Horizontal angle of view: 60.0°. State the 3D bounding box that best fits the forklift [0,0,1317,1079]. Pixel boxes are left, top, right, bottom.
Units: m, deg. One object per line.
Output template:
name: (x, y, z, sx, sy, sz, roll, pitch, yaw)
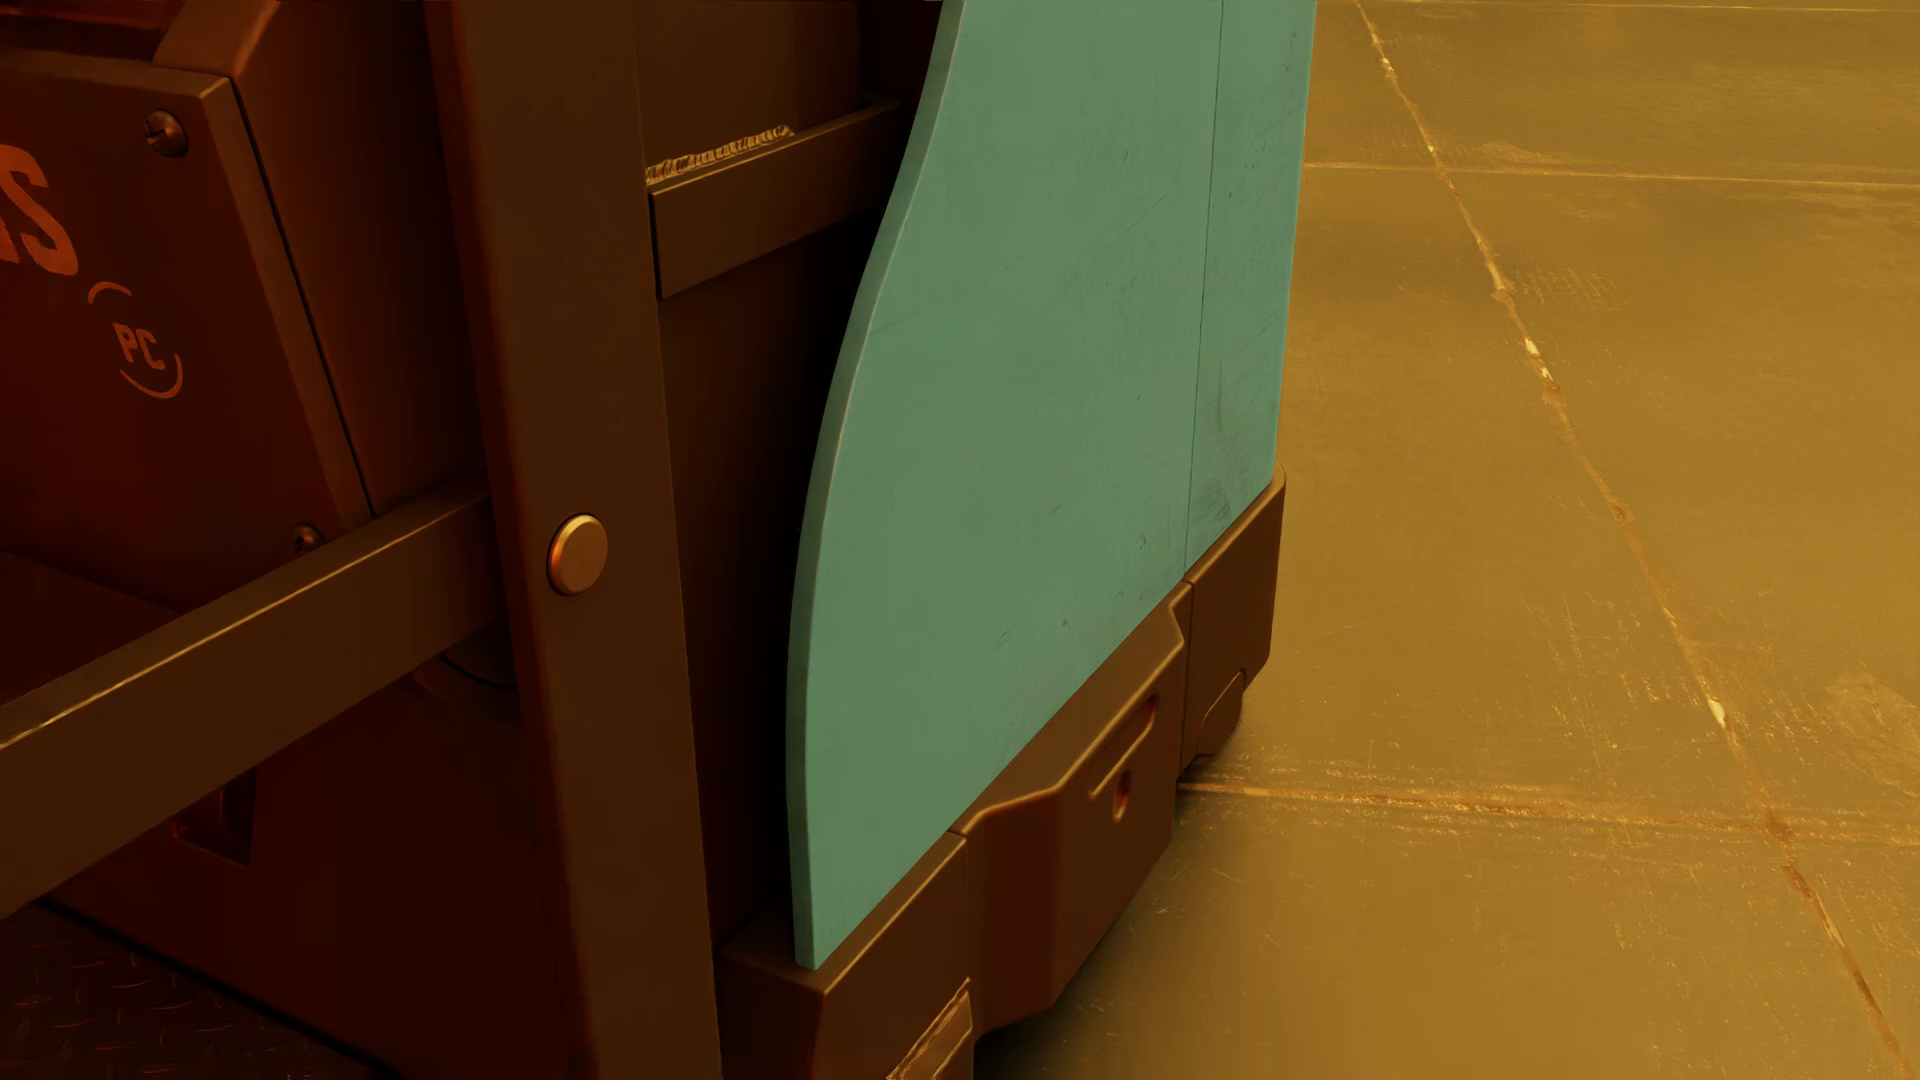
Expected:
forklift: (-0.771, -0.659, 0.537, 1.130, 2.935, 3.031, 14, 30, 26)
